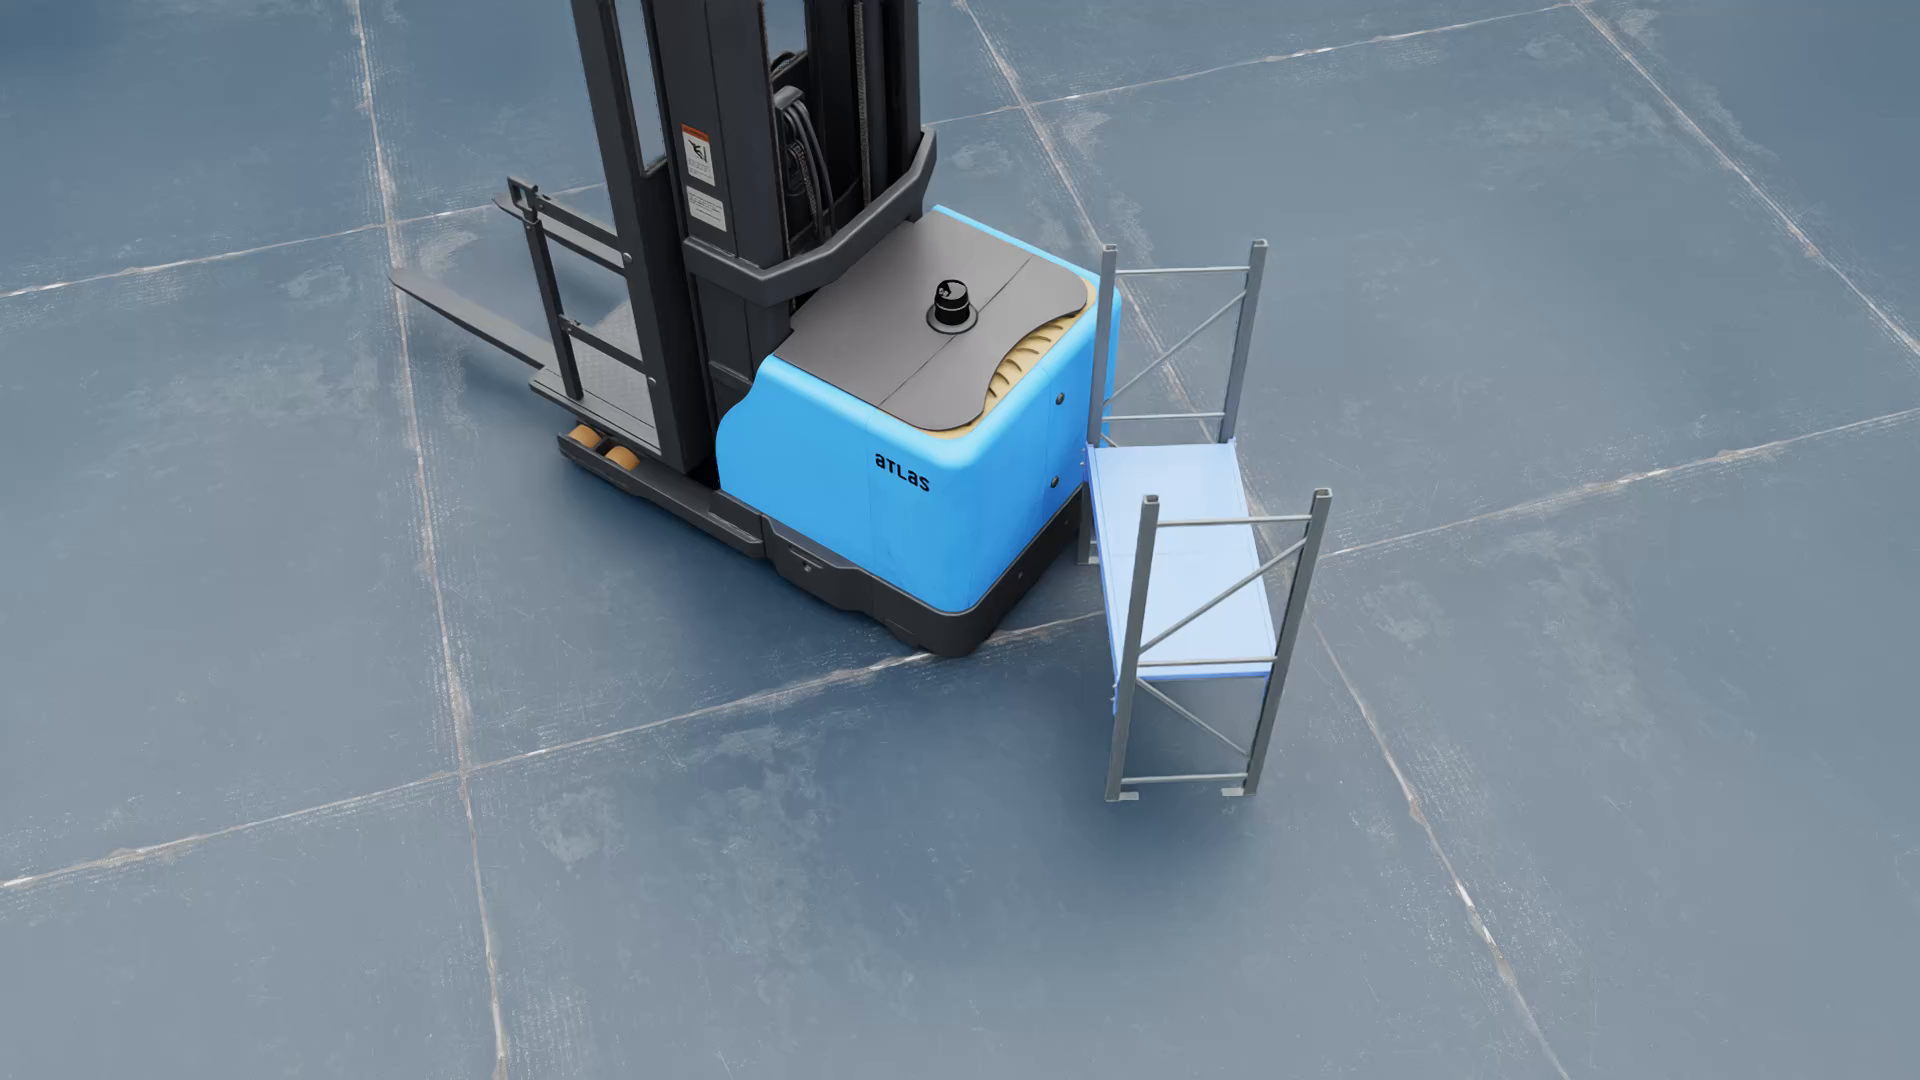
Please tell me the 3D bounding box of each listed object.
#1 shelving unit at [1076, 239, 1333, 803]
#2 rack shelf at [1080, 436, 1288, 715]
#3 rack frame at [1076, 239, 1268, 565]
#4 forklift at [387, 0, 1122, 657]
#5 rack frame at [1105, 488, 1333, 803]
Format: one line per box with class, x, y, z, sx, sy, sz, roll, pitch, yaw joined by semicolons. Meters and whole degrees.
shelving unit;0.708;-0.022;5.288;0.538;1.500;1.048;-2;50;-2
rack shelf;0.708;0.094;5.425;0.538;0.185;1.000;-2;50;-2
rack frame;0.683;-0.410;5.615;0.500;1.500;0.032;-2;50;-2
forklift;-0.941;-1.446;5.552;3.031;2.935;1.130;28;55;22
rack frame;0.733;0.366;4.960;0.500;1.500;0.032;-2;50;-2
